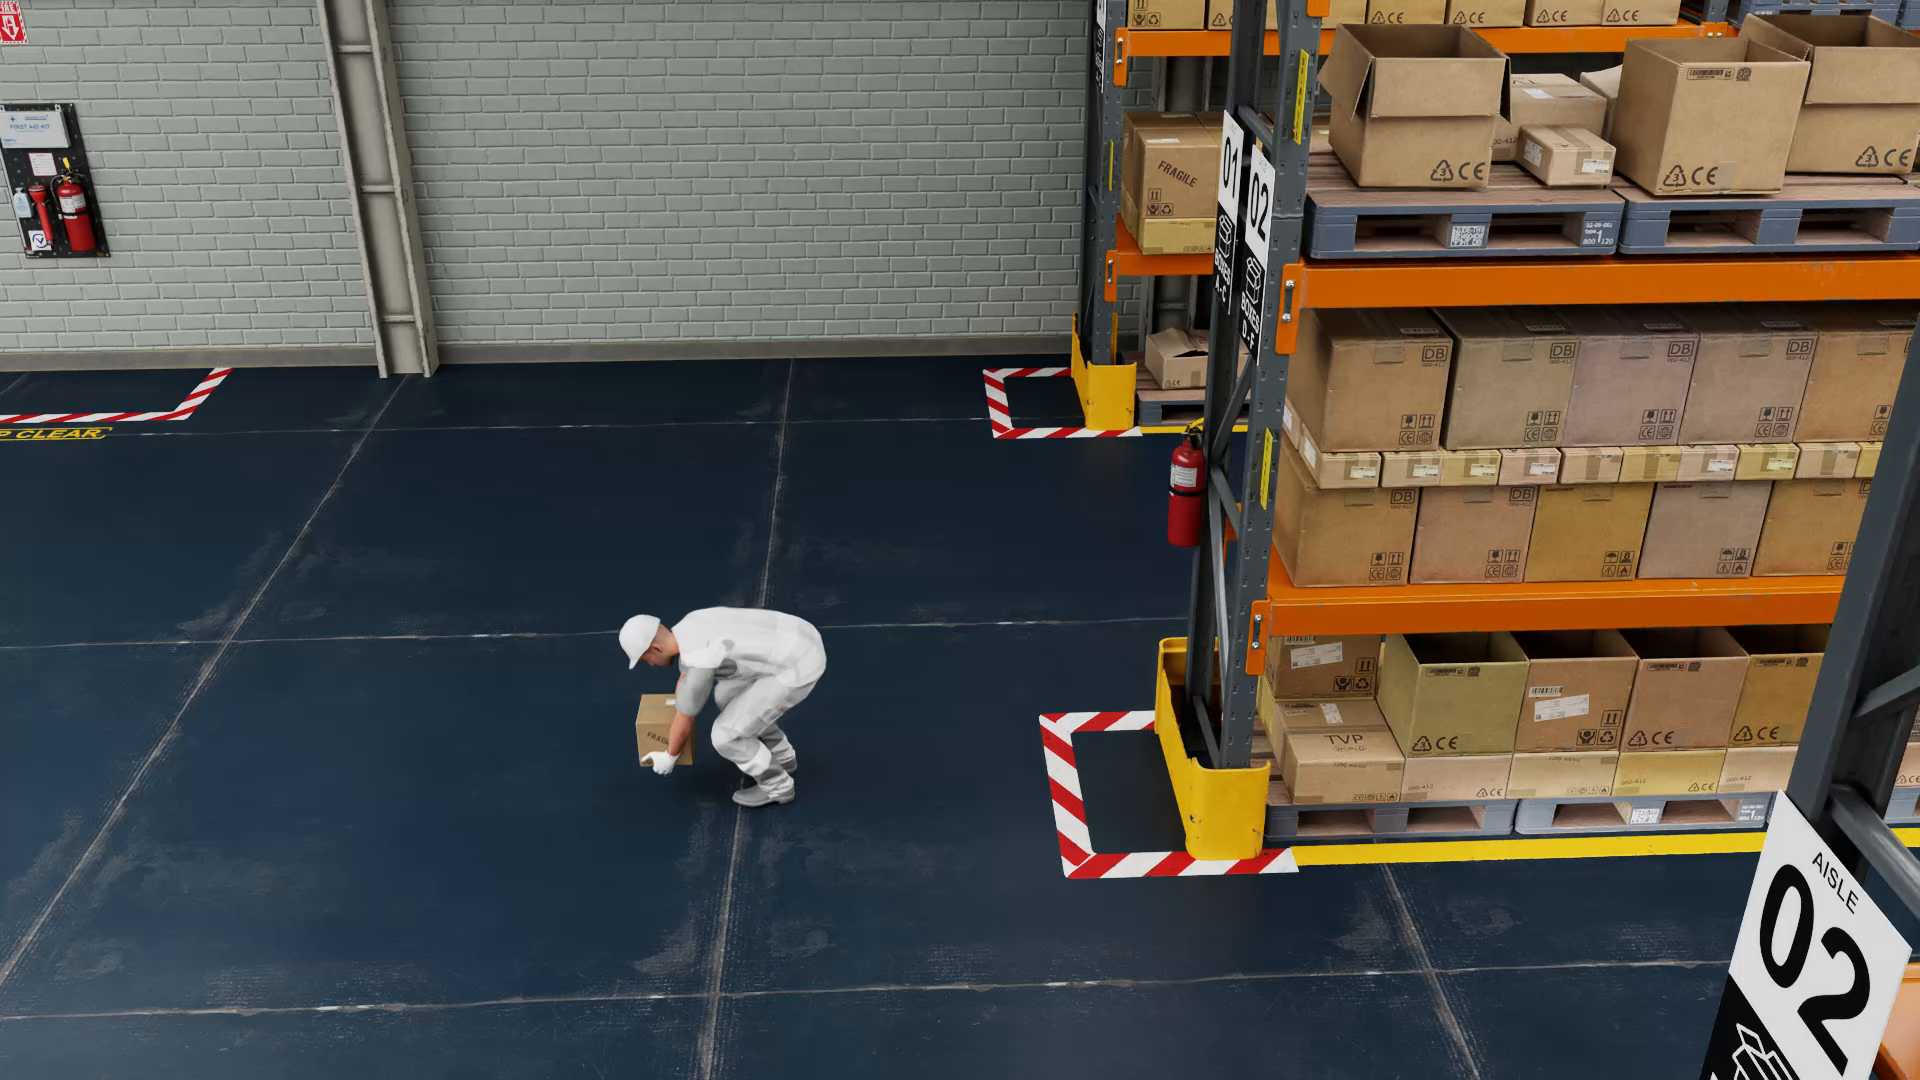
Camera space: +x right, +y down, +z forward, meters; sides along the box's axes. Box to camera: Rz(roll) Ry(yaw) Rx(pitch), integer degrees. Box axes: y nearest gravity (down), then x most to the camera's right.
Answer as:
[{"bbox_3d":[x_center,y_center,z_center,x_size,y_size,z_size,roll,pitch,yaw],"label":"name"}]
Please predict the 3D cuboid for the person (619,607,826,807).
[{"bbox_3d":[-1.110,0.775,7.962,0.953,0.991,0.536,-2,27,-5],"label":"person"}]
